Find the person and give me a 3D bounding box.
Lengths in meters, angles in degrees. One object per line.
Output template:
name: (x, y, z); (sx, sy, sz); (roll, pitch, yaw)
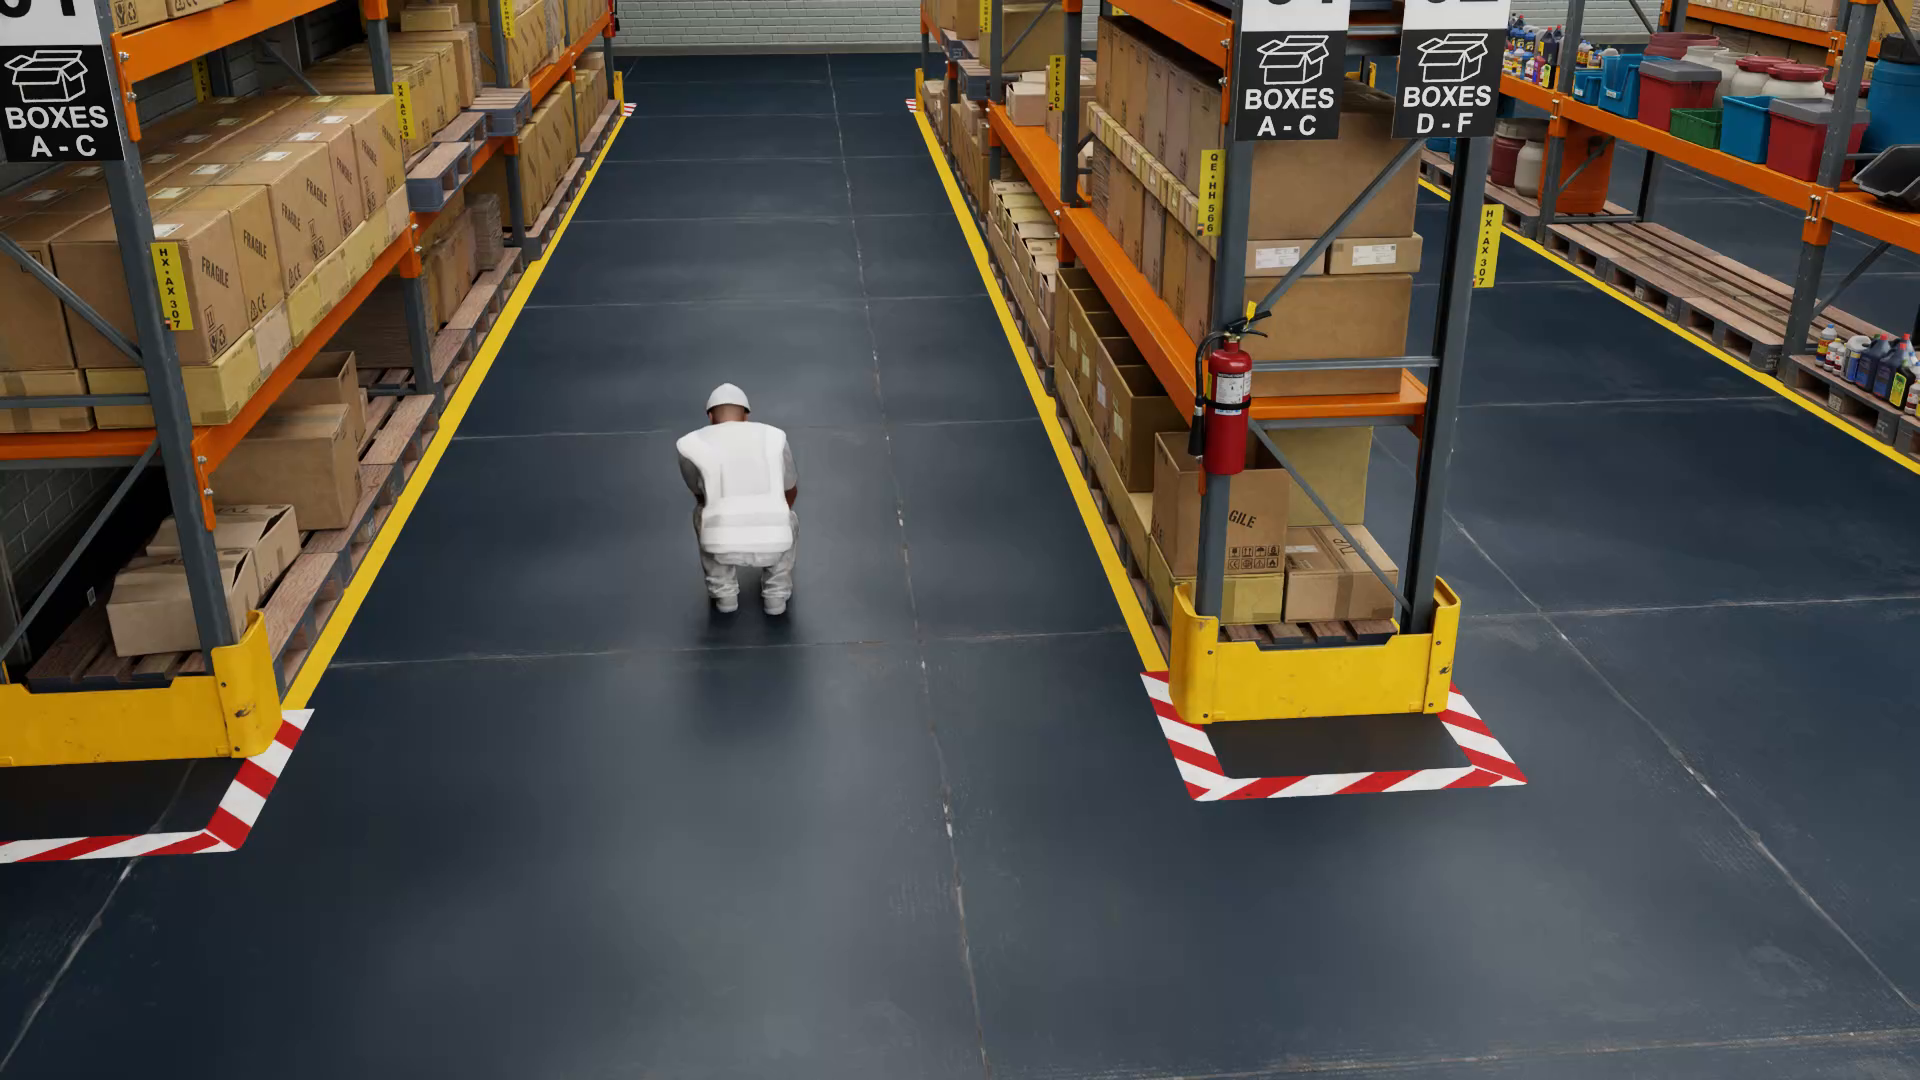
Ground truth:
person: (-1.067, -0.201, 8.028); (0.566, 1.003, 0.910); (-3, 24, -6)
